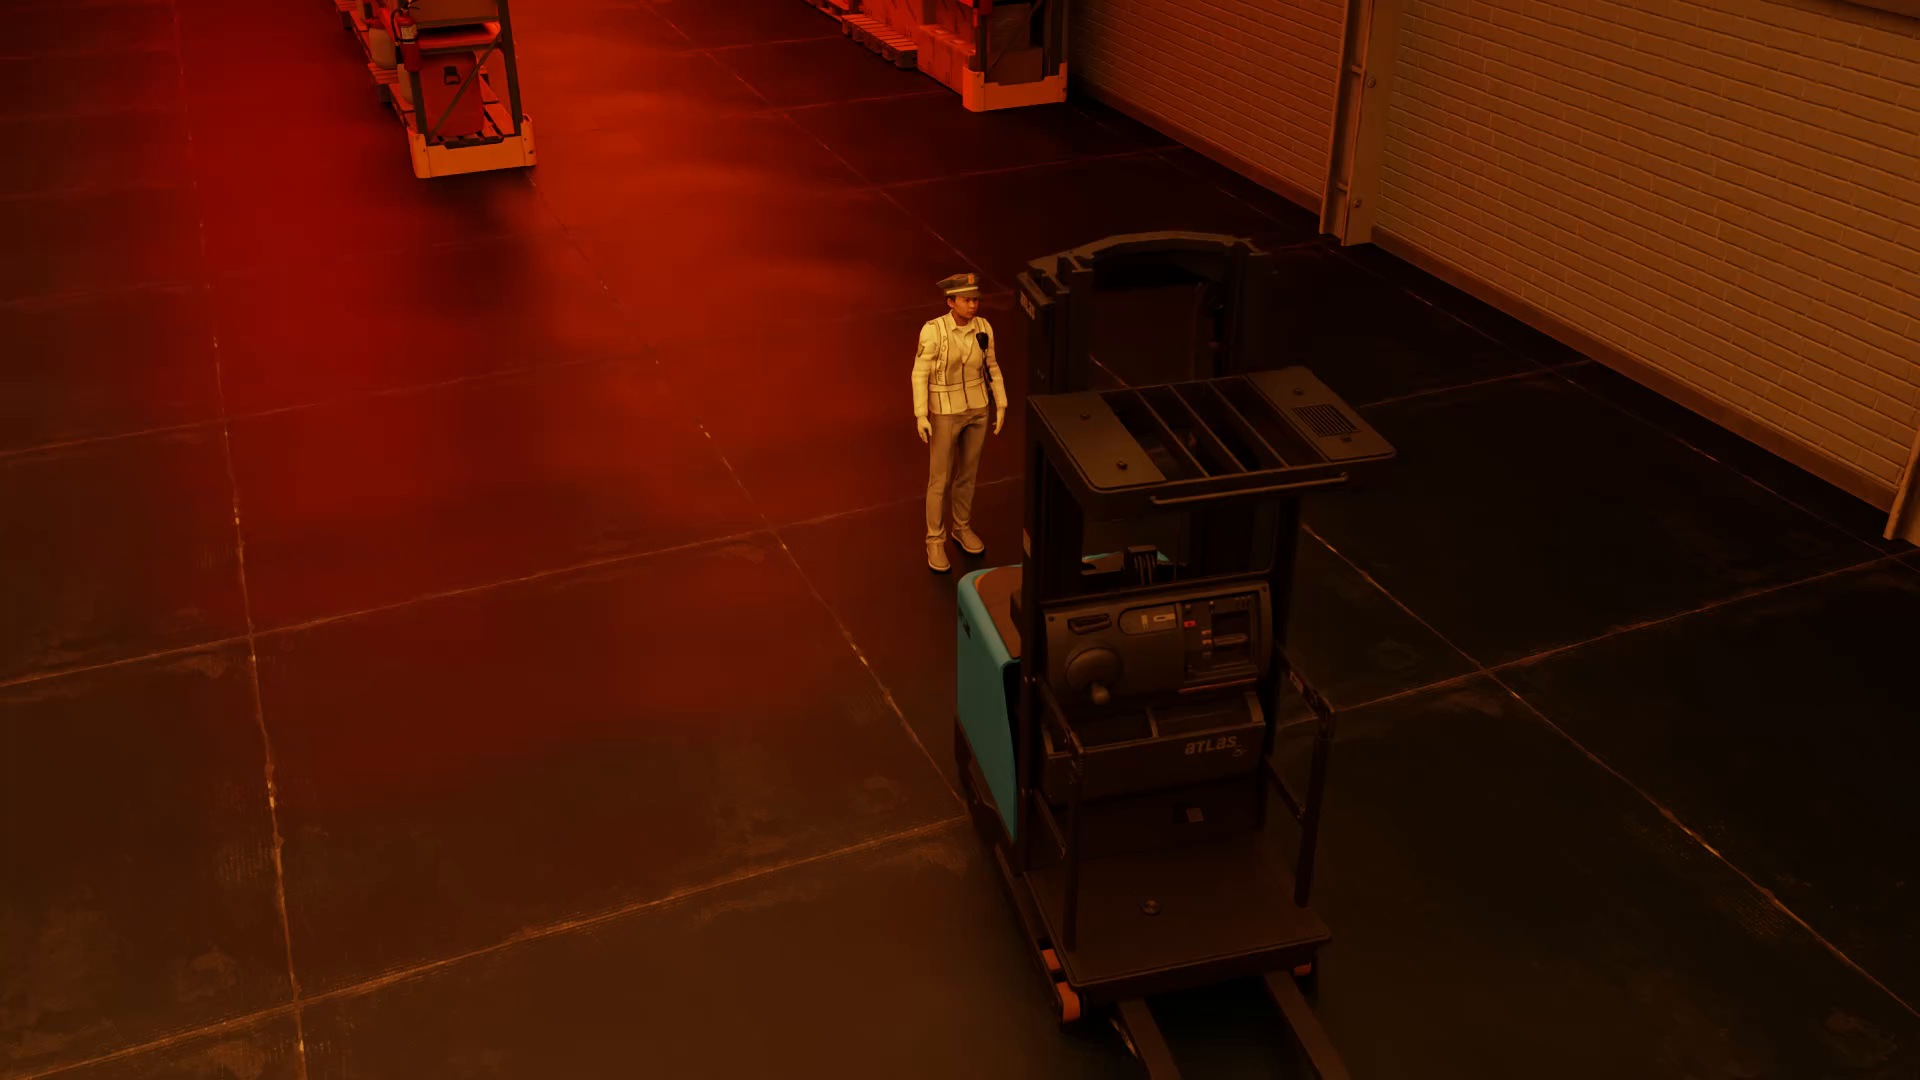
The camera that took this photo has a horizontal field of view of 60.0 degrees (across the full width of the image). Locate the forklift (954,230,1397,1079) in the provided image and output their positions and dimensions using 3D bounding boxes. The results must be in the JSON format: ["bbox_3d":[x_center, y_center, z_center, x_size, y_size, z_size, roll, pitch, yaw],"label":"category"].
[{"bbox_3d":[0.838,0.452,6.329,1.130,2.935,3.031,-7,31,-13],"label":"forklift"}]

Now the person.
[{"bbox_3d":[0.021,-0.710,9.592,0.588,1.695,0.531,-12,32,-20],"label":"person"}]
